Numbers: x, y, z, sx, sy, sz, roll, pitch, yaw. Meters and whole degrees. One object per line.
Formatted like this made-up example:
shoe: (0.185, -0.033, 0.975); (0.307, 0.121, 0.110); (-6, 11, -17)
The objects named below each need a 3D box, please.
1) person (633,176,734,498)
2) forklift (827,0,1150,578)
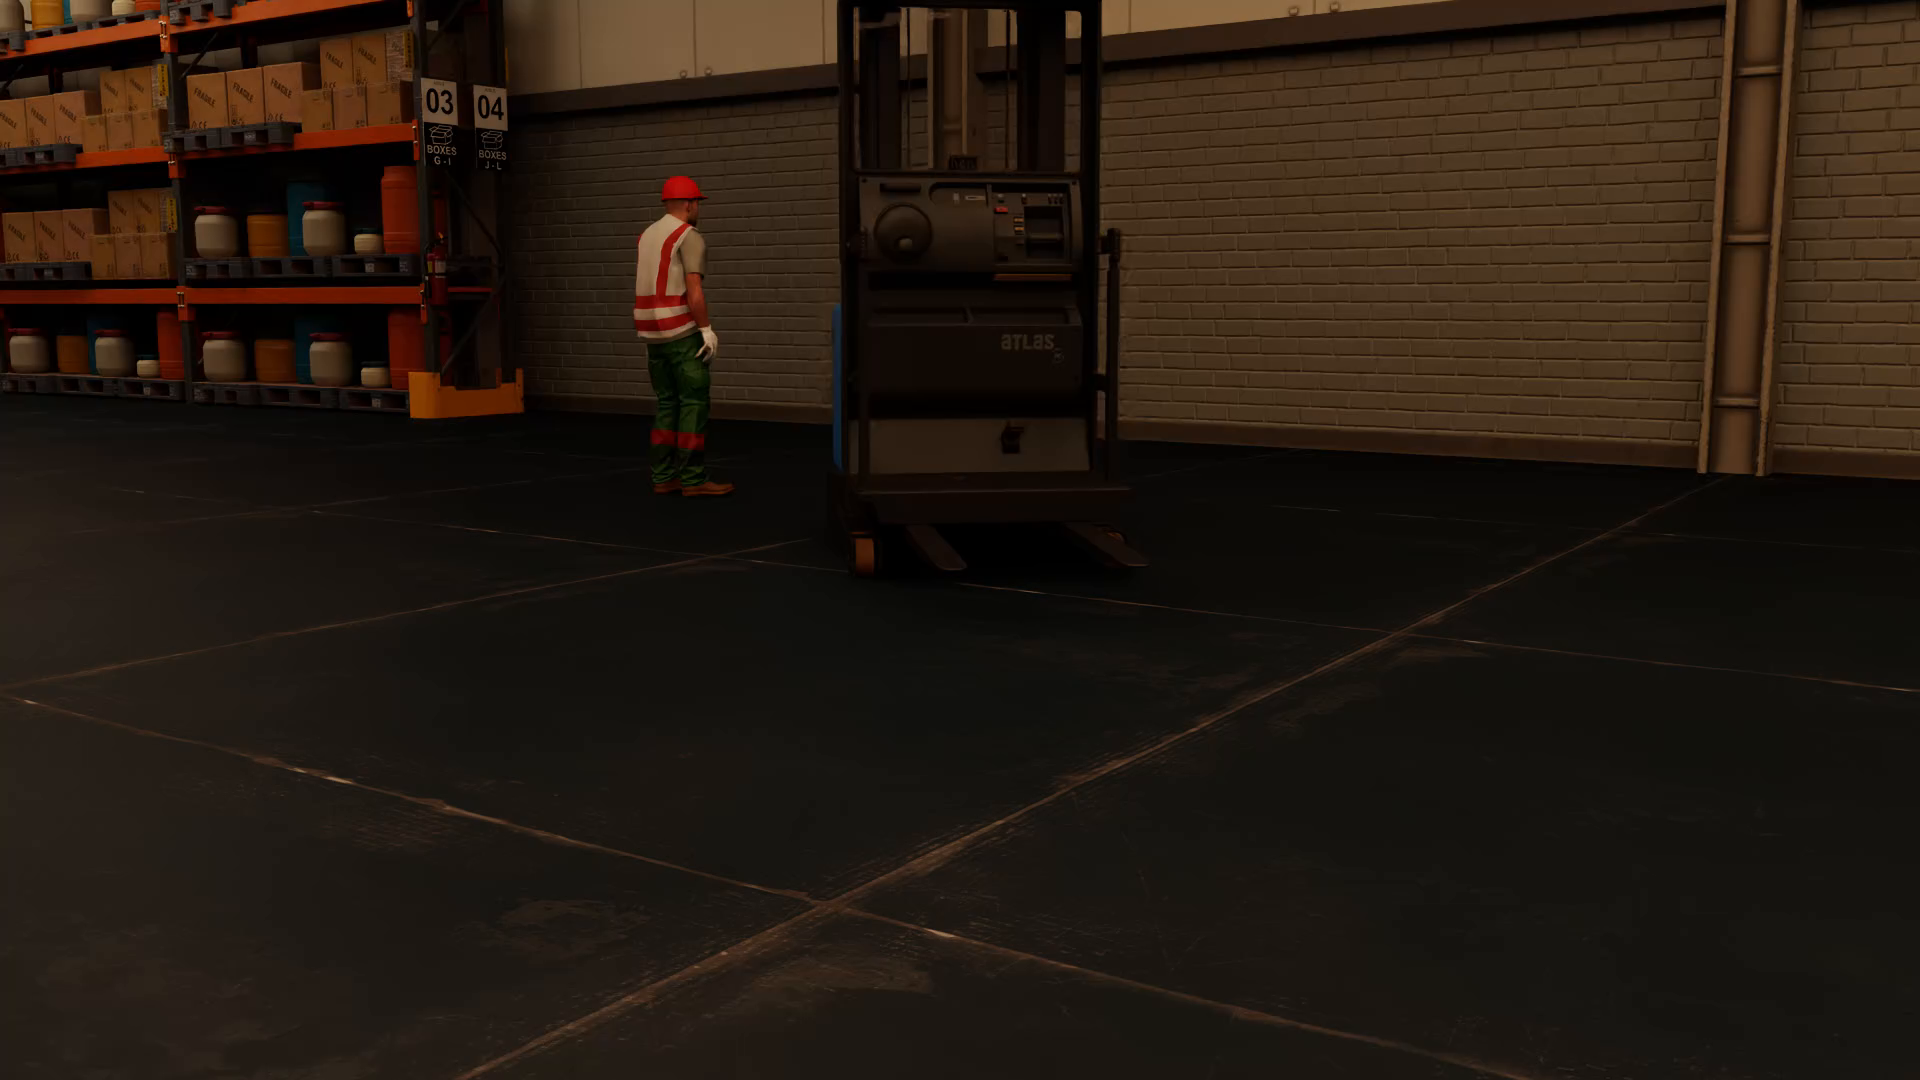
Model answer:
person: (-1.578, -1.142, 9.336); (0.451, 1.778, 0.611); (-8, 11, -44)
forklift: (0.077, -1.352, 6.700); (1.130, 2.935, 3.031); (-1, 8, -8)
